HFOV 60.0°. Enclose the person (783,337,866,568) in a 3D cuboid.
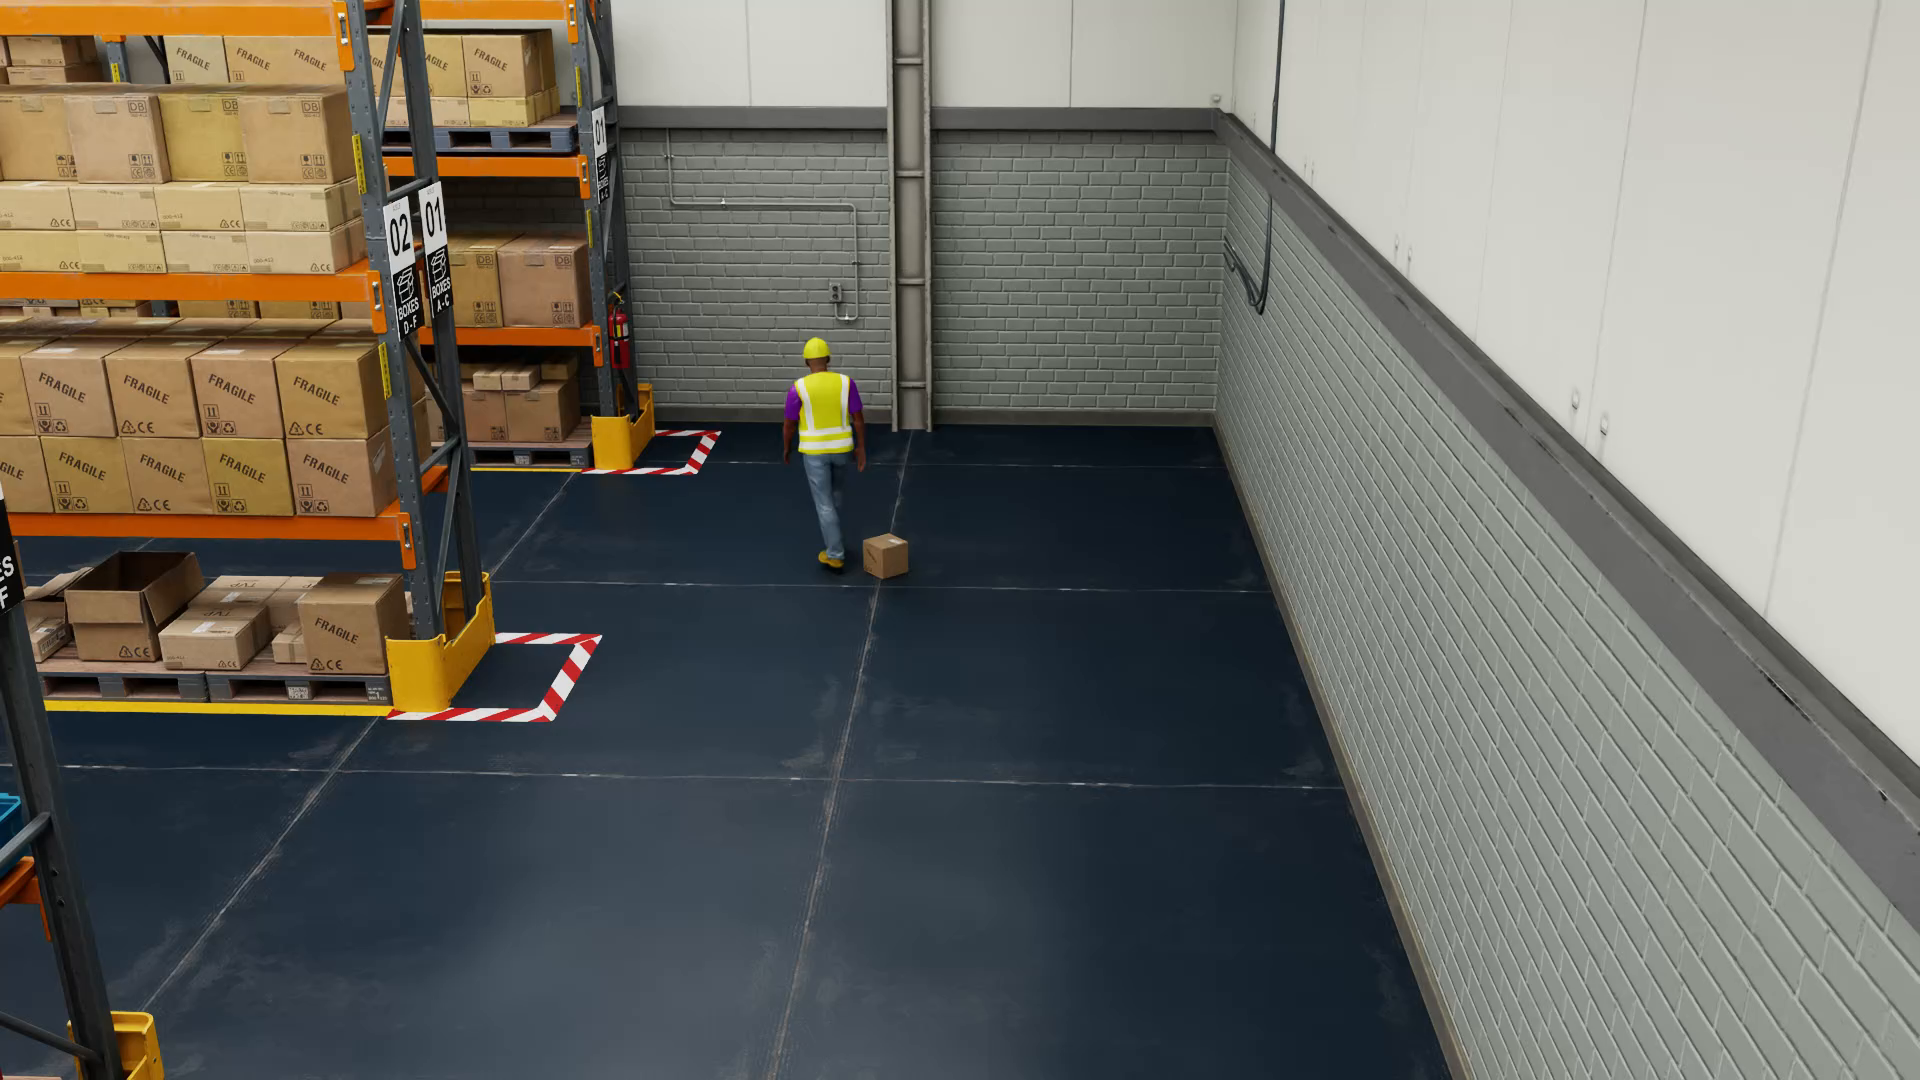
[{"bbox_3d":[-1.054,-0.687,12.893,0.600,1.777,0.880,-9,22,-23],"label":"person"}]
